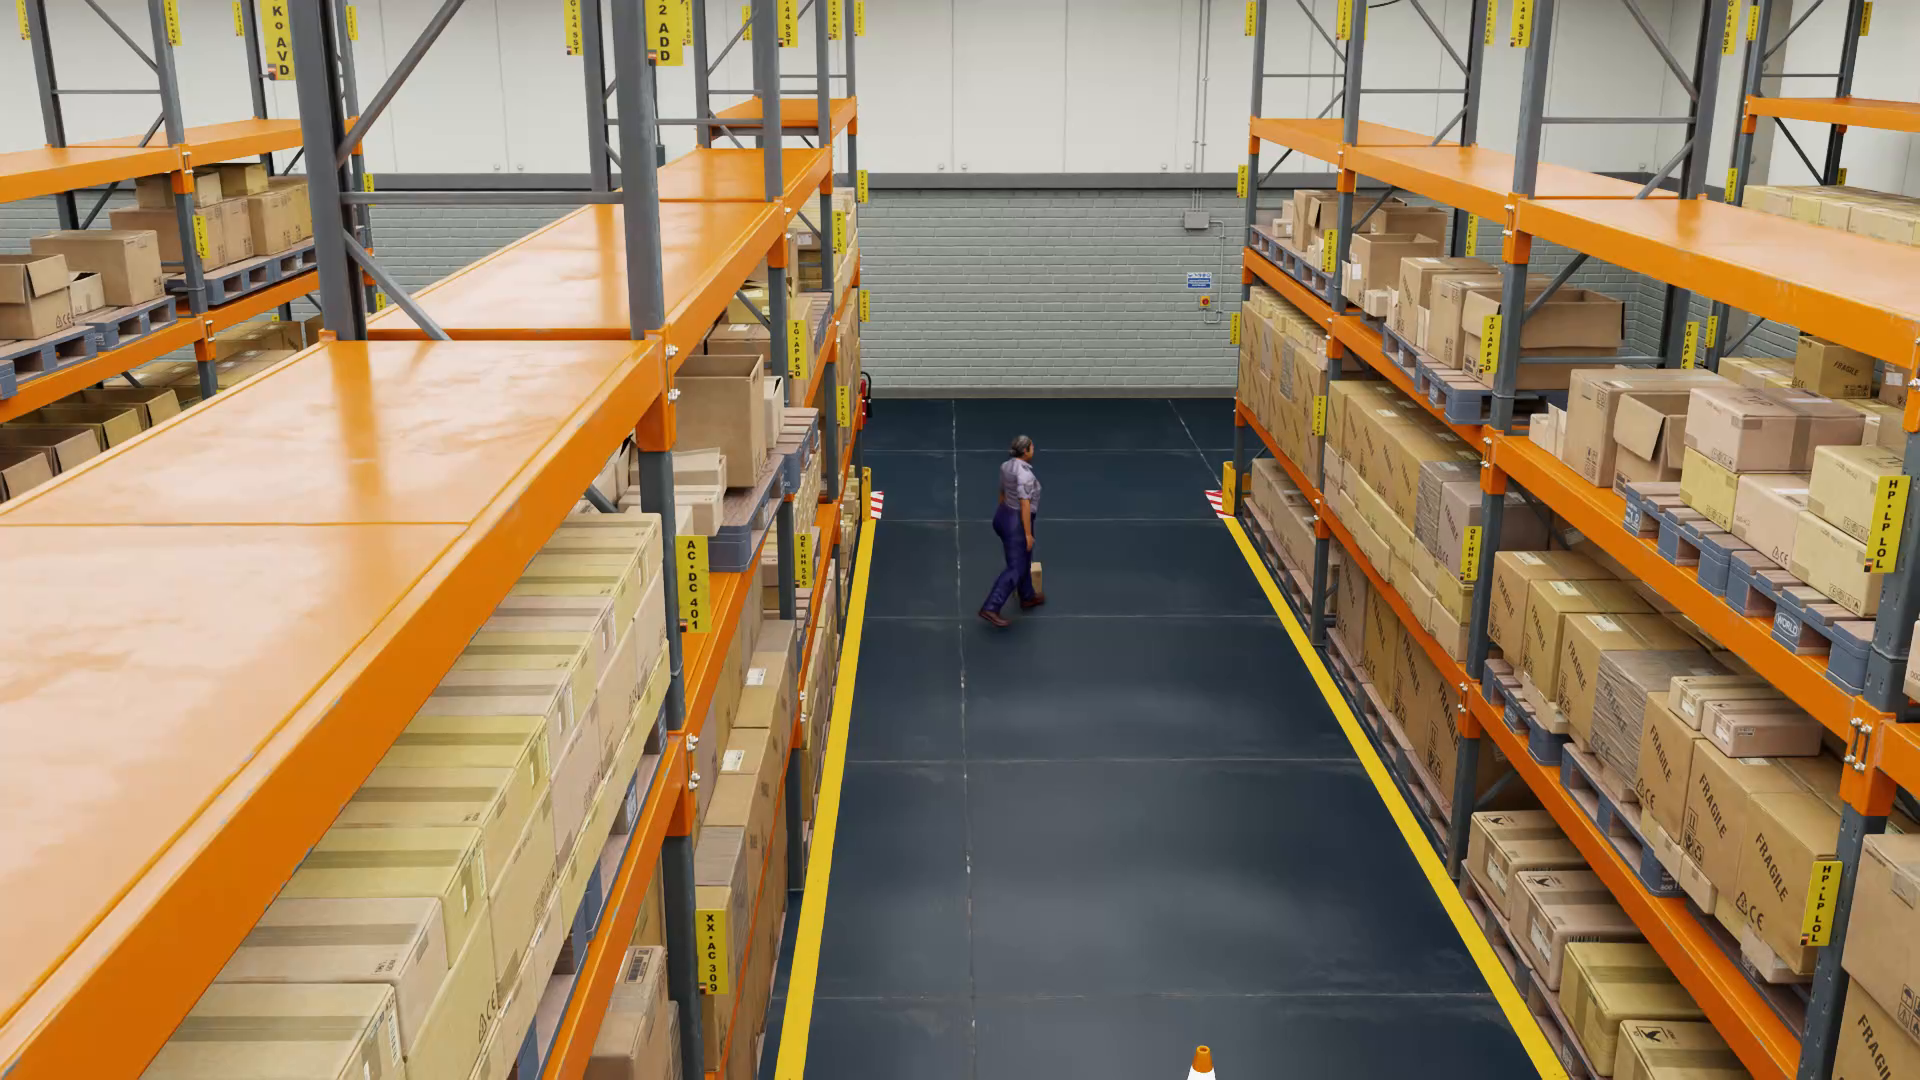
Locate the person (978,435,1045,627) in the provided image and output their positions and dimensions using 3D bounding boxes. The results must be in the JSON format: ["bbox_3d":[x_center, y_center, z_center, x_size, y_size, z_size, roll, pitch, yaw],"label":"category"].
[{"bbox_3d":[0.474,-0.108,14.462,0.859,1.601,0.659,-8,19,-24],"label":"person"}]
